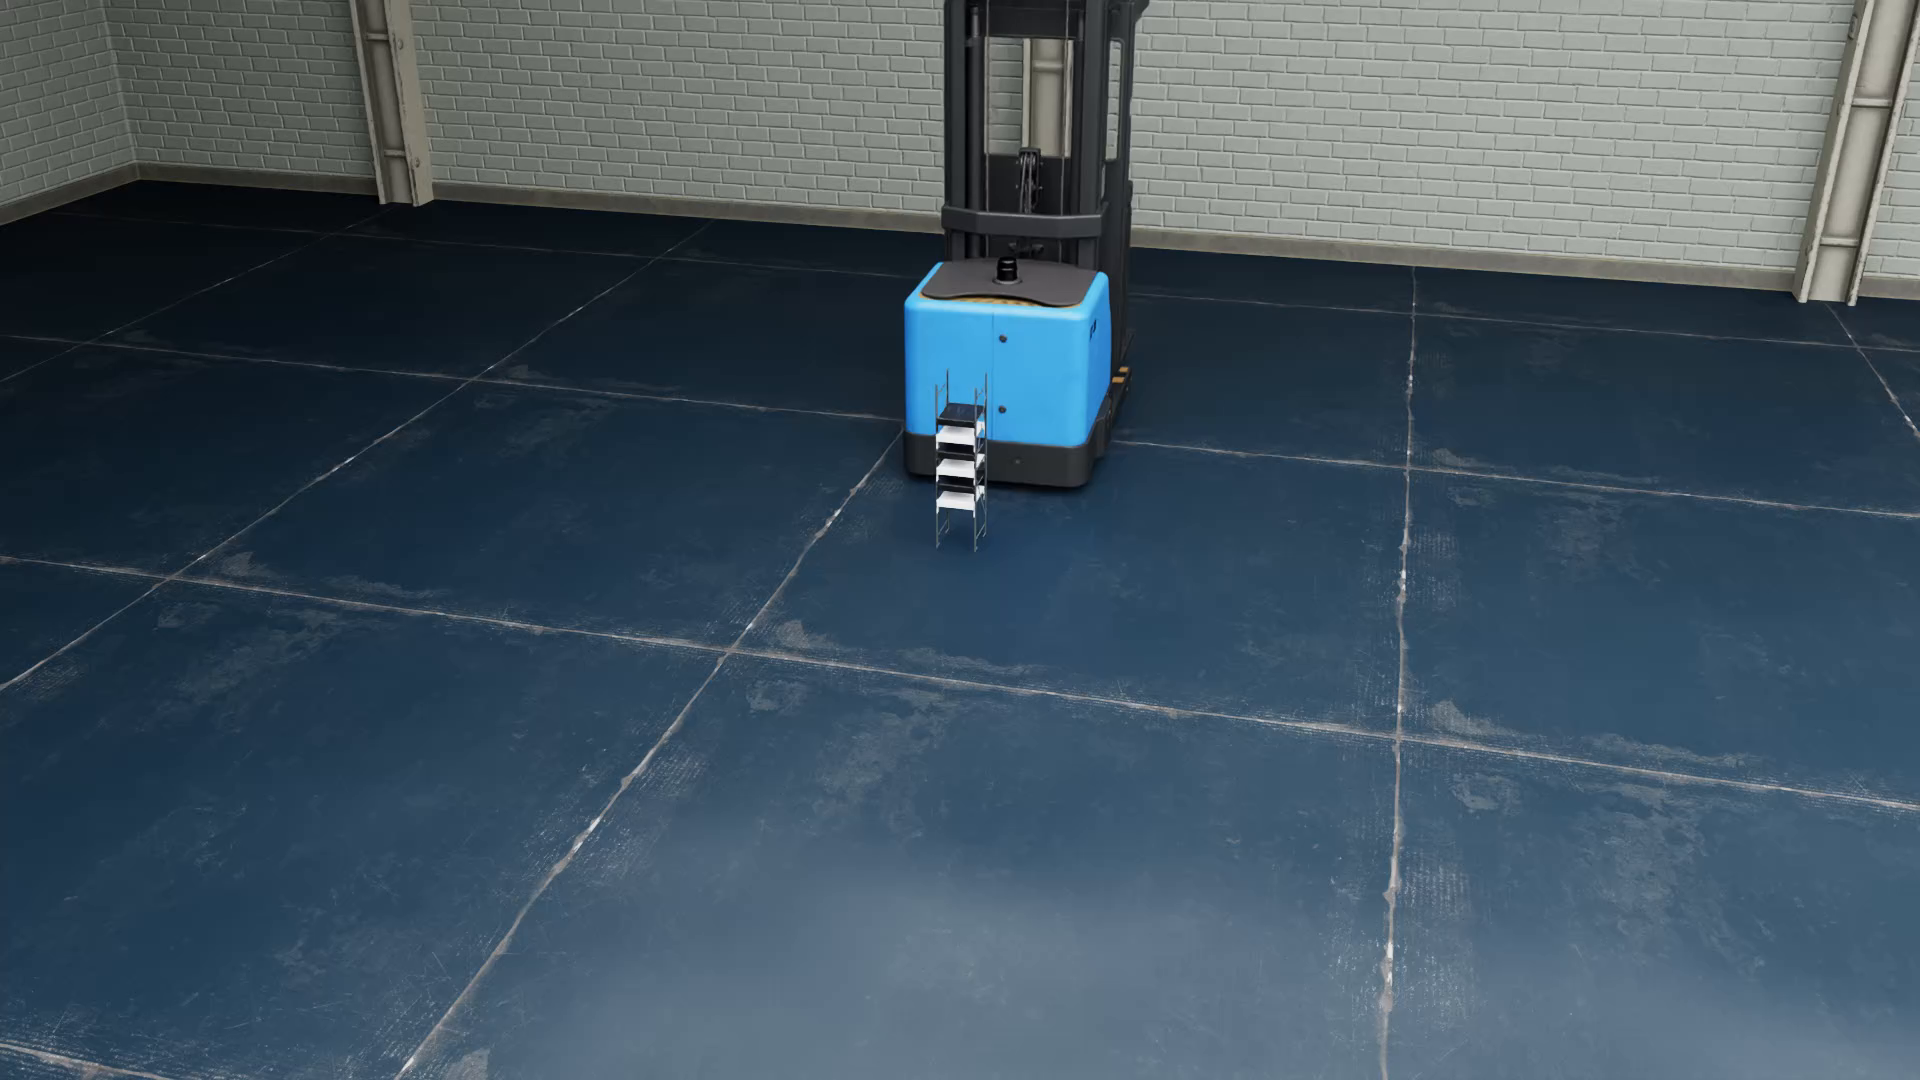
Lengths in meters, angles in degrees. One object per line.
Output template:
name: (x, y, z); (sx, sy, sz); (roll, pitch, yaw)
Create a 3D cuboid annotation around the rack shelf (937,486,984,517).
rack shelf: (0.008, -0.213, 8.646); (0.200, 0.077, 0.258); (6, 26, 13)

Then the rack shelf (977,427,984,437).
rack shelf: (0.008, -0.551, 8.485); (0.184, 0.015, 0.199); (6, 26, 13)

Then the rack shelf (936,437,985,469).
rack shelf: (0.008, -0.457, 8.530); (0.200, 0.077, 0.258); (6, 26, 13)

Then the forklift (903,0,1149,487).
forklift: (0.501, -2.196, 10.027); (1.129, 2.867, 3.031); (5, 26, 11)

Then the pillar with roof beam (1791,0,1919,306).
pillar with roof beam: (5.467, -4.105, 6.904); (0.400, 9.000, 9.100); (6, 26, 13)

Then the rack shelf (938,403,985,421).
rack shelf: (0.008, -0.638, 8.444); (0.190, 0.026, 0.221); (6, 26, 13)

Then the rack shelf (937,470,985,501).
rack shelf: (0.008, -0.294, 8.608); (0.200, 0.077, 0.258); (6, 26, 13)

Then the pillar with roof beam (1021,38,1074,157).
pillar with roof beam: (-0.344, -4.748, 8.253); (0.400, 9.000, 9.100); (6, 26, 13)

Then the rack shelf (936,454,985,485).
rack shelf: (0.008, -0.375, 8.569); (0.200, 0.077, 0.258); (6, 26, 13)

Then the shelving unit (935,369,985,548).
shelving unit: (0.006, -0.406, 8.555); (0.205, 0.900, 0.258); (6, 26, 13)

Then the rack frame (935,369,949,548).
rack frame: (-0.091, -0.416, 8.578); (0.006, 0.900, 0.240); (6, 26, 13)

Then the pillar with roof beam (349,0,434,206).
pillar with roof beam: (-6.155, -5.390, 9.603); (0.400, 9.000, 9.100); (6, 26, 13)
